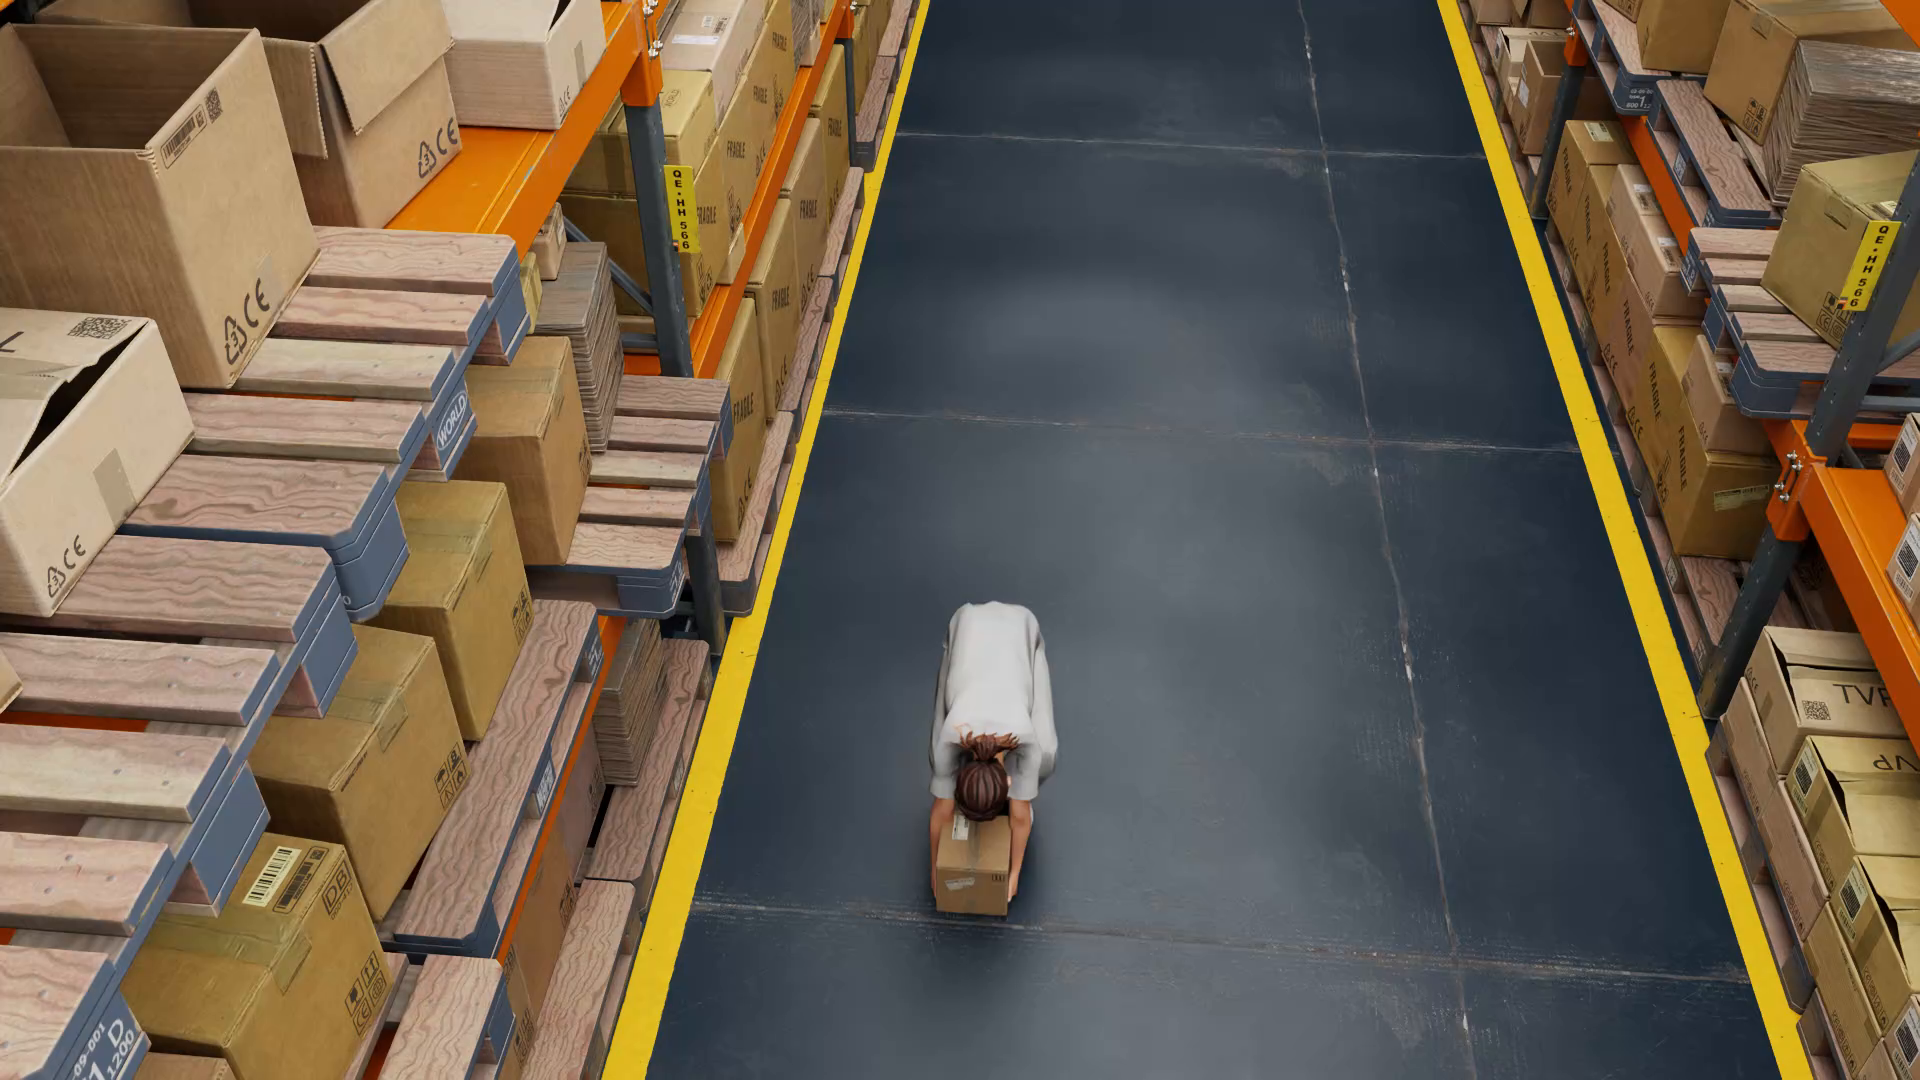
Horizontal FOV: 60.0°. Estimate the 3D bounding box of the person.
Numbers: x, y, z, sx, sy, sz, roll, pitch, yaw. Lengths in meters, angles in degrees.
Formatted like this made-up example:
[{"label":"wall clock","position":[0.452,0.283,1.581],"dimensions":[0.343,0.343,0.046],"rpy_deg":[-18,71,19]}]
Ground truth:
[{"label":"person","position":[0.119,0.741,5.929],"dimensions":[0.457,0.841,0.853],"rpy_deg":[1,40,2]}]
